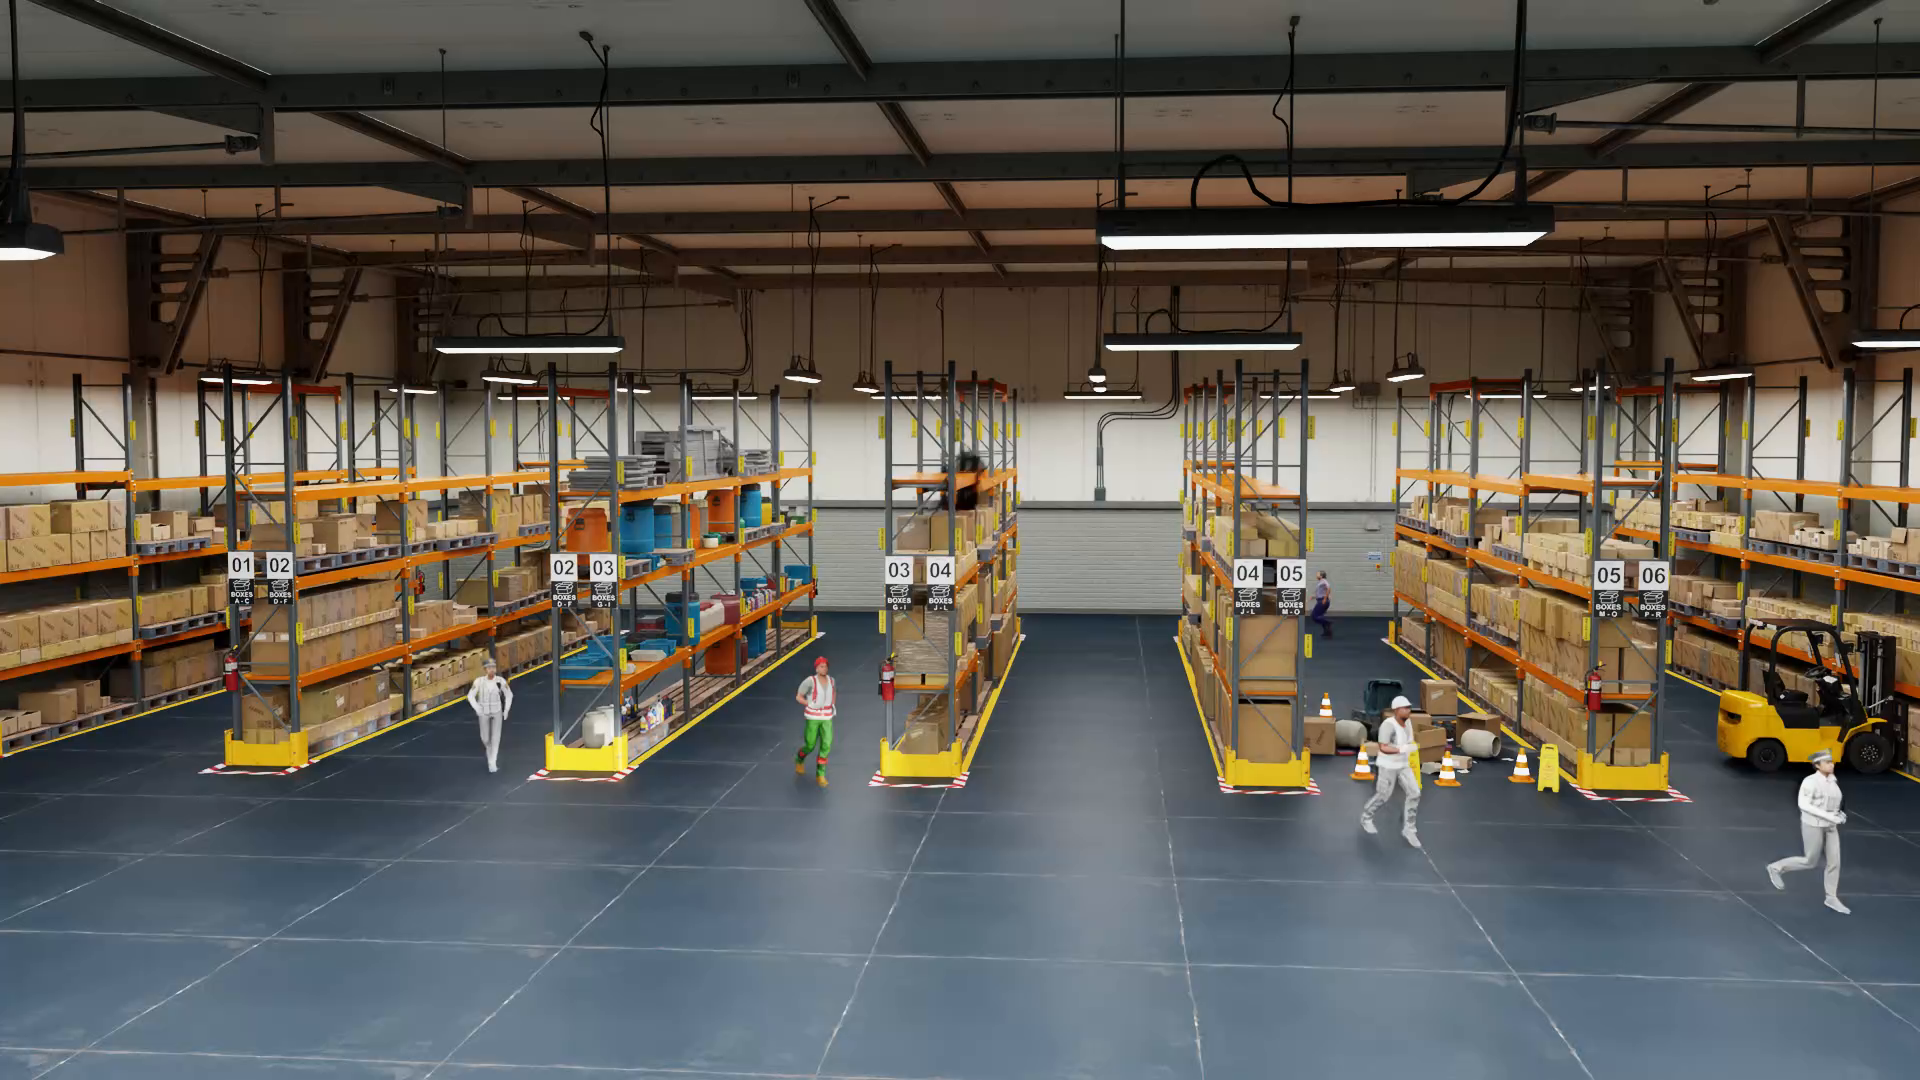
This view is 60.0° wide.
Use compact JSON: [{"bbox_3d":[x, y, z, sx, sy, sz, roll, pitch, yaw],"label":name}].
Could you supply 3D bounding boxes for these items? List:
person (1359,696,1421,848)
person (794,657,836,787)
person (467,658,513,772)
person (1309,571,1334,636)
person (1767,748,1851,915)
[{"bbox_3d":[5.246,2.789,20.249,0.712,1.824,0.889,-3,5,-40],"label":"person"},{"bbox_3d":[-2.026,2.557,23.725,0.668,1.793,0.859,-2,4,-28],"label":"person"},{"bbox_3d":[-6.949,2.574,24.625,0.654,1.669,0.525,-1,4,-15],"label":"person"},{"bbox_3d":[8.777,1.558,40.467,0.586,1.600,0.642,1,4,12],"label":"person"},{"bbox_3d":[9.027,3.020,17.551,0.625,1.695,0.859,-2,4,-28],"label":"person"}]
